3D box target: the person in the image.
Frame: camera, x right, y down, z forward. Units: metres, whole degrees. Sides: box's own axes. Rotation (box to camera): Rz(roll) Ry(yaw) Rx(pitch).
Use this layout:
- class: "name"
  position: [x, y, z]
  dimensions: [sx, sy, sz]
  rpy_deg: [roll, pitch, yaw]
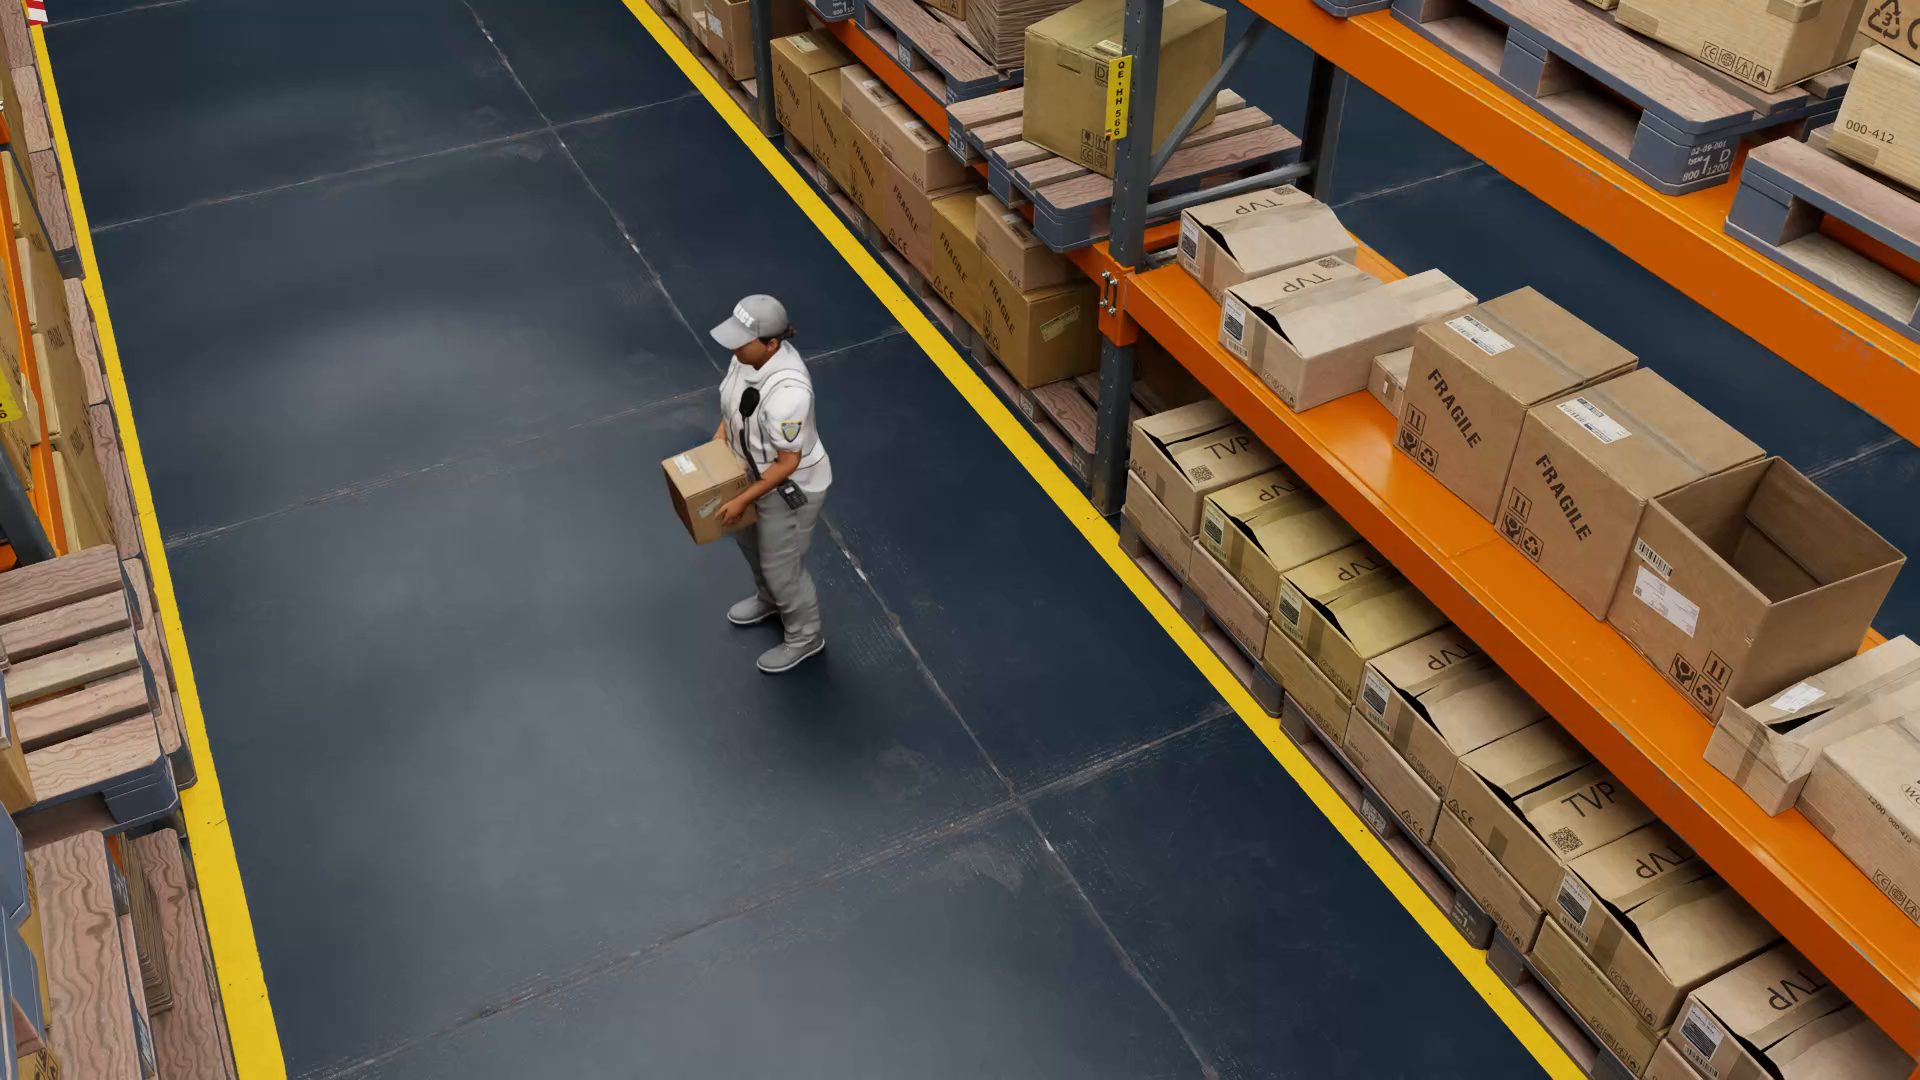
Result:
- class: "person"
  position: [-0.756, -0.218, 6.397]
  dimensions: [0.490, 1.671, 0.493]
  rpy_deg: [-19, 45, -21]
